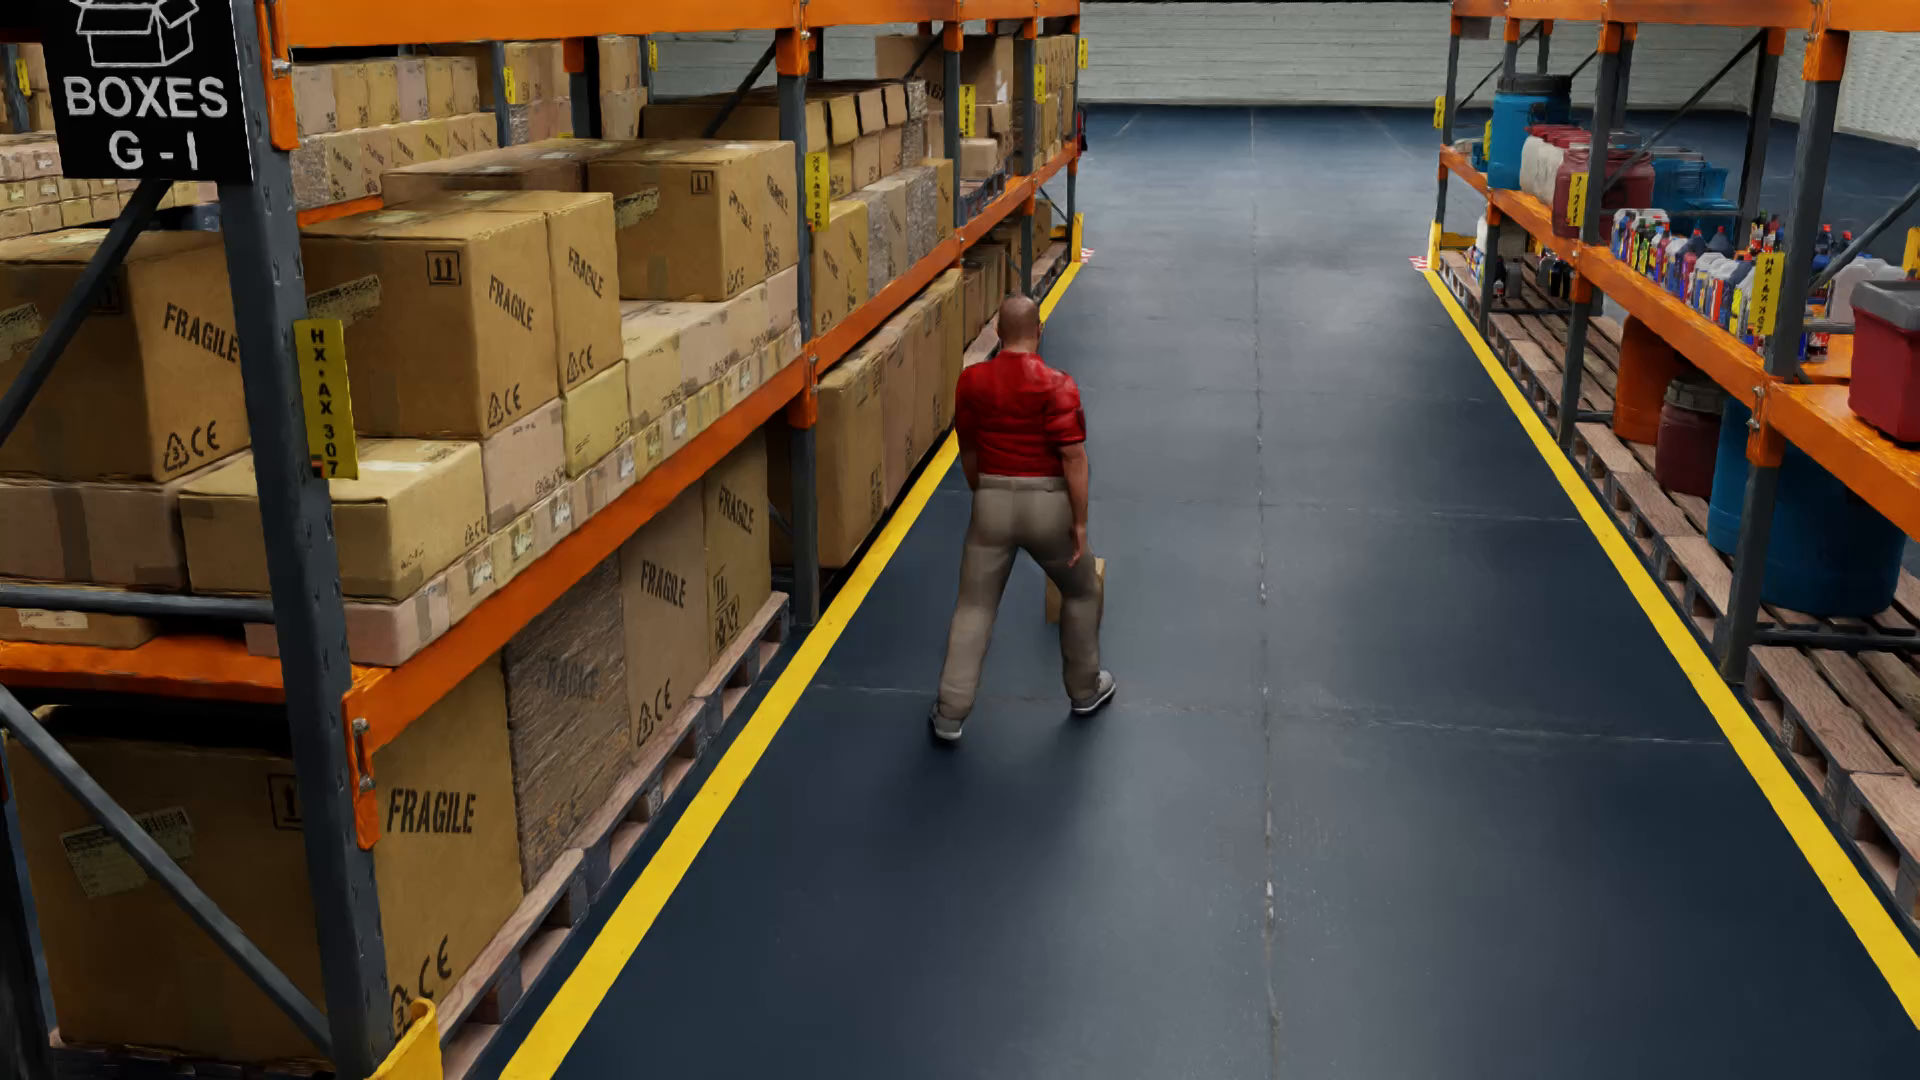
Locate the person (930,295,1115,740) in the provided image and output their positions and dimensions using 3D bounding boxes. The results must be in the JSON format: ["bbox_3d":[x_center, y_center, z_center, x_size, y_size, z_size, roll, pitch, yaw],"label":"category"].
[{"bbox_3d":[0.240,-0.099,6.431,0.615,1.679,0.806,6,19,19],"label":"person"}]
